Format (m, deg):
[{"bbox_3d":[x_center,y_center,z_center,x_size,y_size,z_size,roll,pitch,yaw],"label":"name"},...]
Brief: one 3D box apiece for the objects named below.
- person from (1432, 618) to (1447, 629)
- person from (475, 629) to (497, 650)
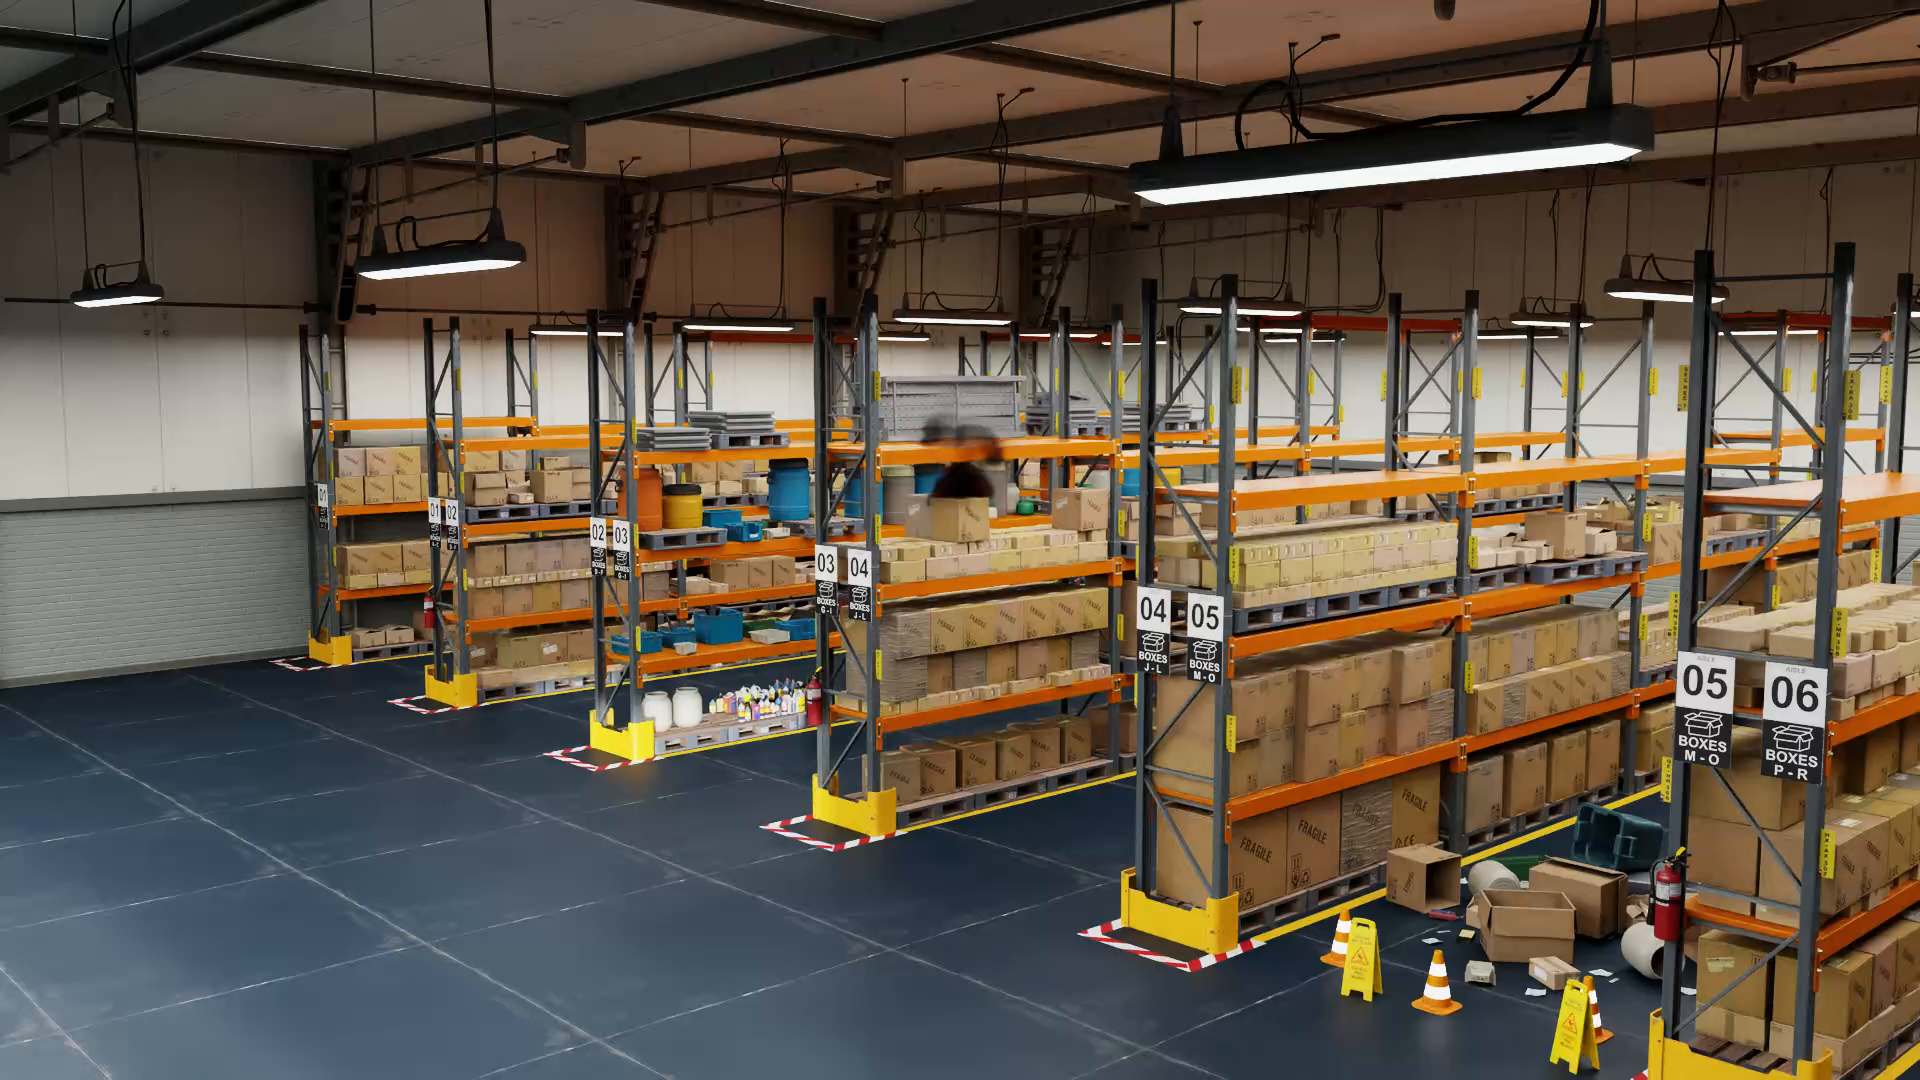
[{"bbox_3d":[6.800,1.902,23.743,0.651,1.738,0.567,5,8,41],"label":"person"},{"bbox_3d":[-8.185,1.455,28.755,0.539,1.613,0.871,3,6,25],"label":"person"}]
